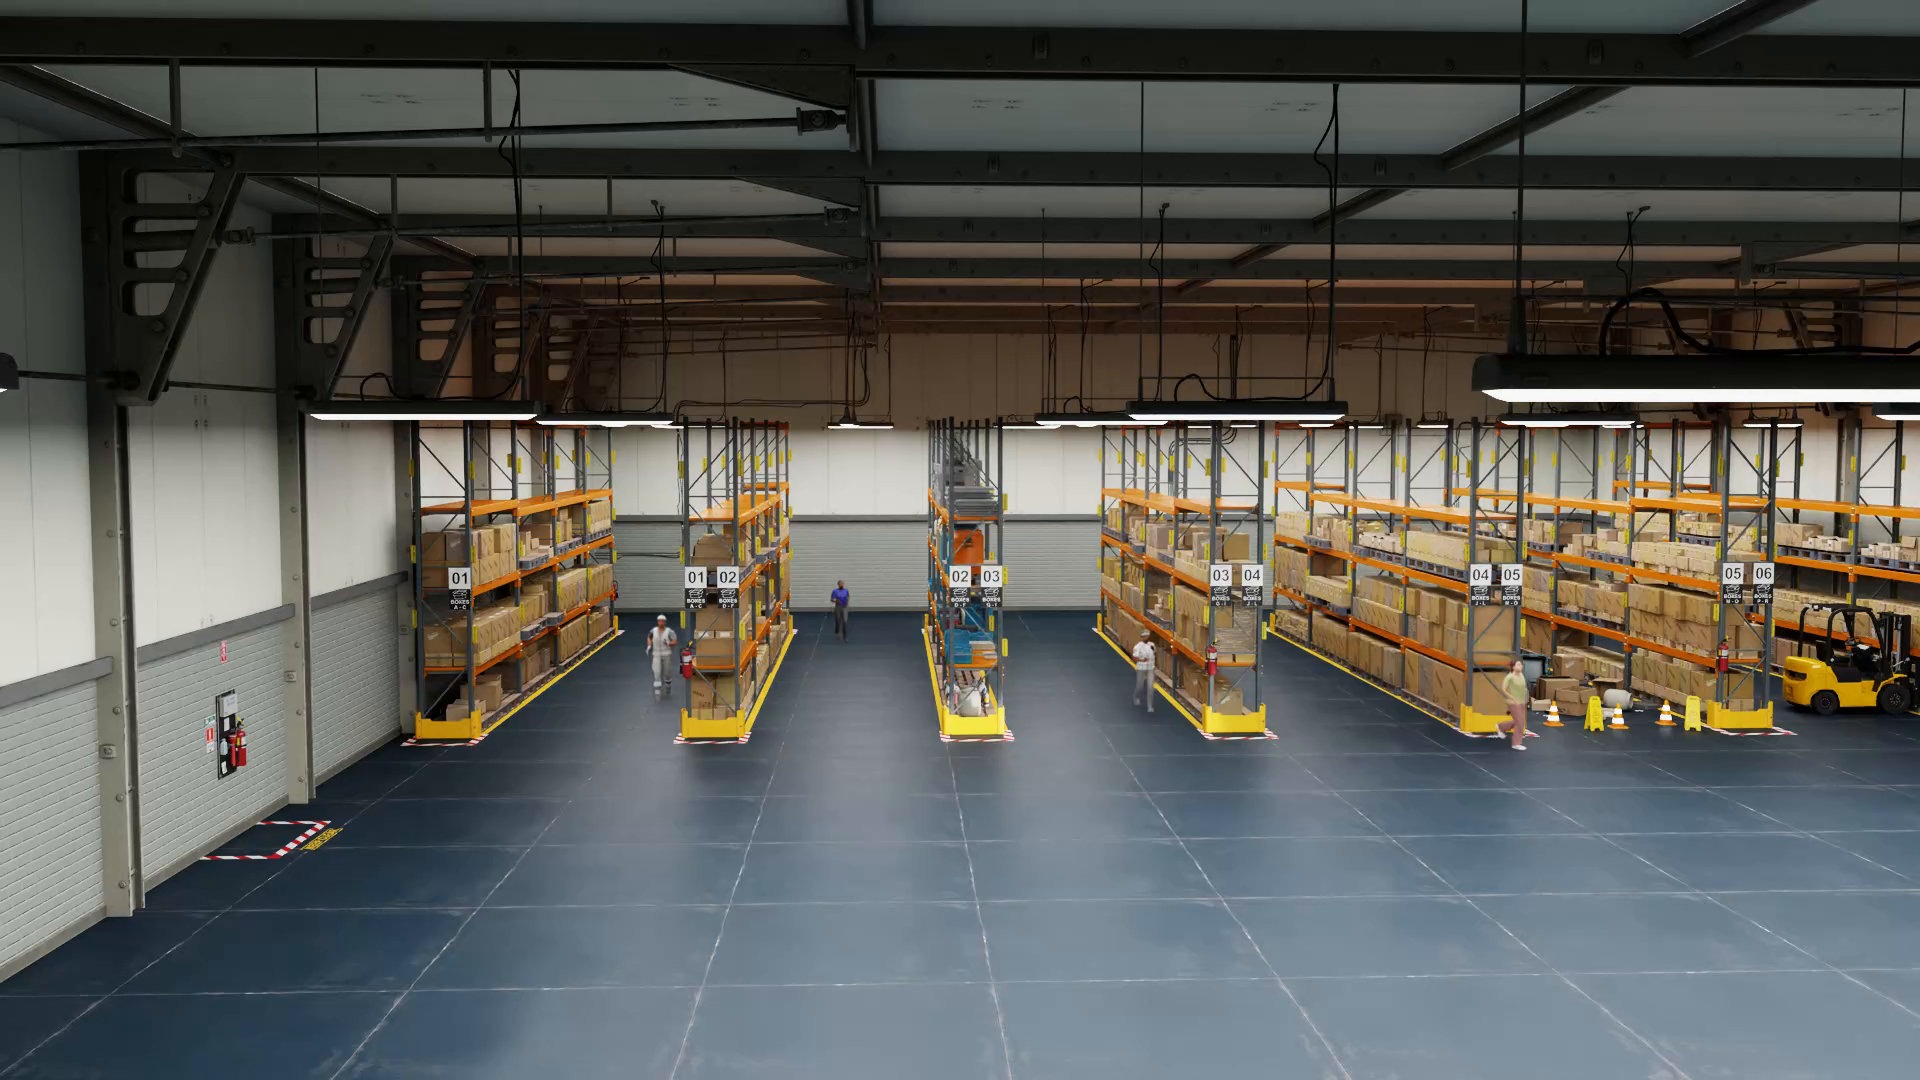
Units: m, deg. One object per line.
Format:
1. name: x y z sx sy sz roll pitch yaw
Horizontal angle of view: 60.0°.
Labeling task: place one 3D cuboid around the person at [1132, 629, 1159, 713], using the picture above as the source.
1. person: 3.802 2.651 34.057 0.585 1.673 0.891 -1 4 -9

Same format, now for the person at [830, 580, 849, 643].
1. person: -3.264 1.925 45.375 0.574 1.680 0.896 -1 4 -16

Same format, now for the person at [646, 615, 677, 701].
1. person: -6.365 2.481 35.508 0.659 1.774 1.002 0 4 -4

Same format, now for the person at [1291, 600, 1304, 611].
1. person: 10.100 1.665 49.050 0.591 1.717 0.721 -1 4 -9

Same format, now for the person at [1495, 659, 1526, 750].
1. person: 9.957 2.944 30.032 0.583 1.645 0.675 -2 4 -34
